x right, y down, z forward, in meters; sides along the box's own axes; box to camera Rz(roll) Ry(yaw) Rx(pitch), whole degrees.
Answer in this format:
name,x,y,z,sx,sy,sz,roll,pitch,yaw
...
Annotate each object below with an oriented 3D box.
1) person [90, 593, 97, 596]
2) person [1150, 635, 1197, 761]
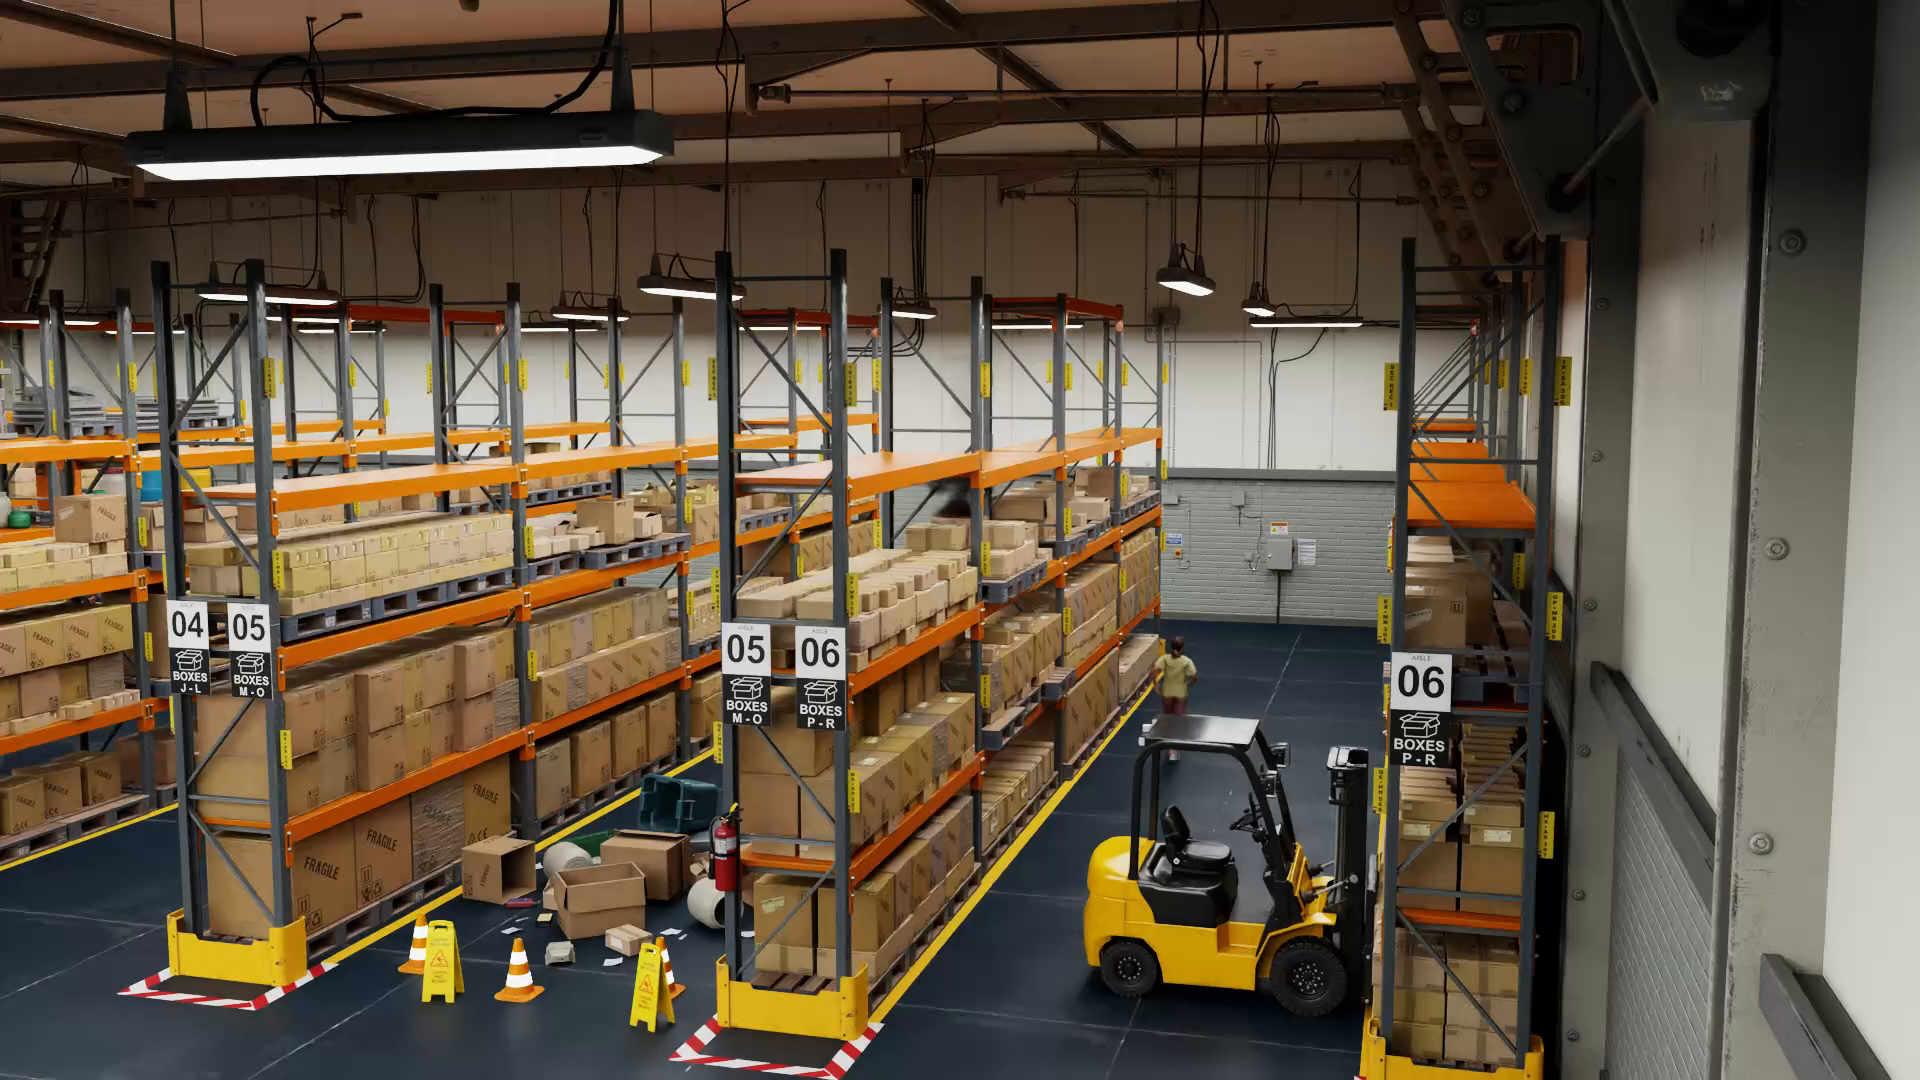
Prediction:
name,x,y,z,sx,sy,sz,roll,pitch,yaw
person,-15.092,1.156,29.512,0.610,1.805,0.877,1,6,8
person,2.815,2.168,21.793,0.587,1.382,0.599,2,6,16
